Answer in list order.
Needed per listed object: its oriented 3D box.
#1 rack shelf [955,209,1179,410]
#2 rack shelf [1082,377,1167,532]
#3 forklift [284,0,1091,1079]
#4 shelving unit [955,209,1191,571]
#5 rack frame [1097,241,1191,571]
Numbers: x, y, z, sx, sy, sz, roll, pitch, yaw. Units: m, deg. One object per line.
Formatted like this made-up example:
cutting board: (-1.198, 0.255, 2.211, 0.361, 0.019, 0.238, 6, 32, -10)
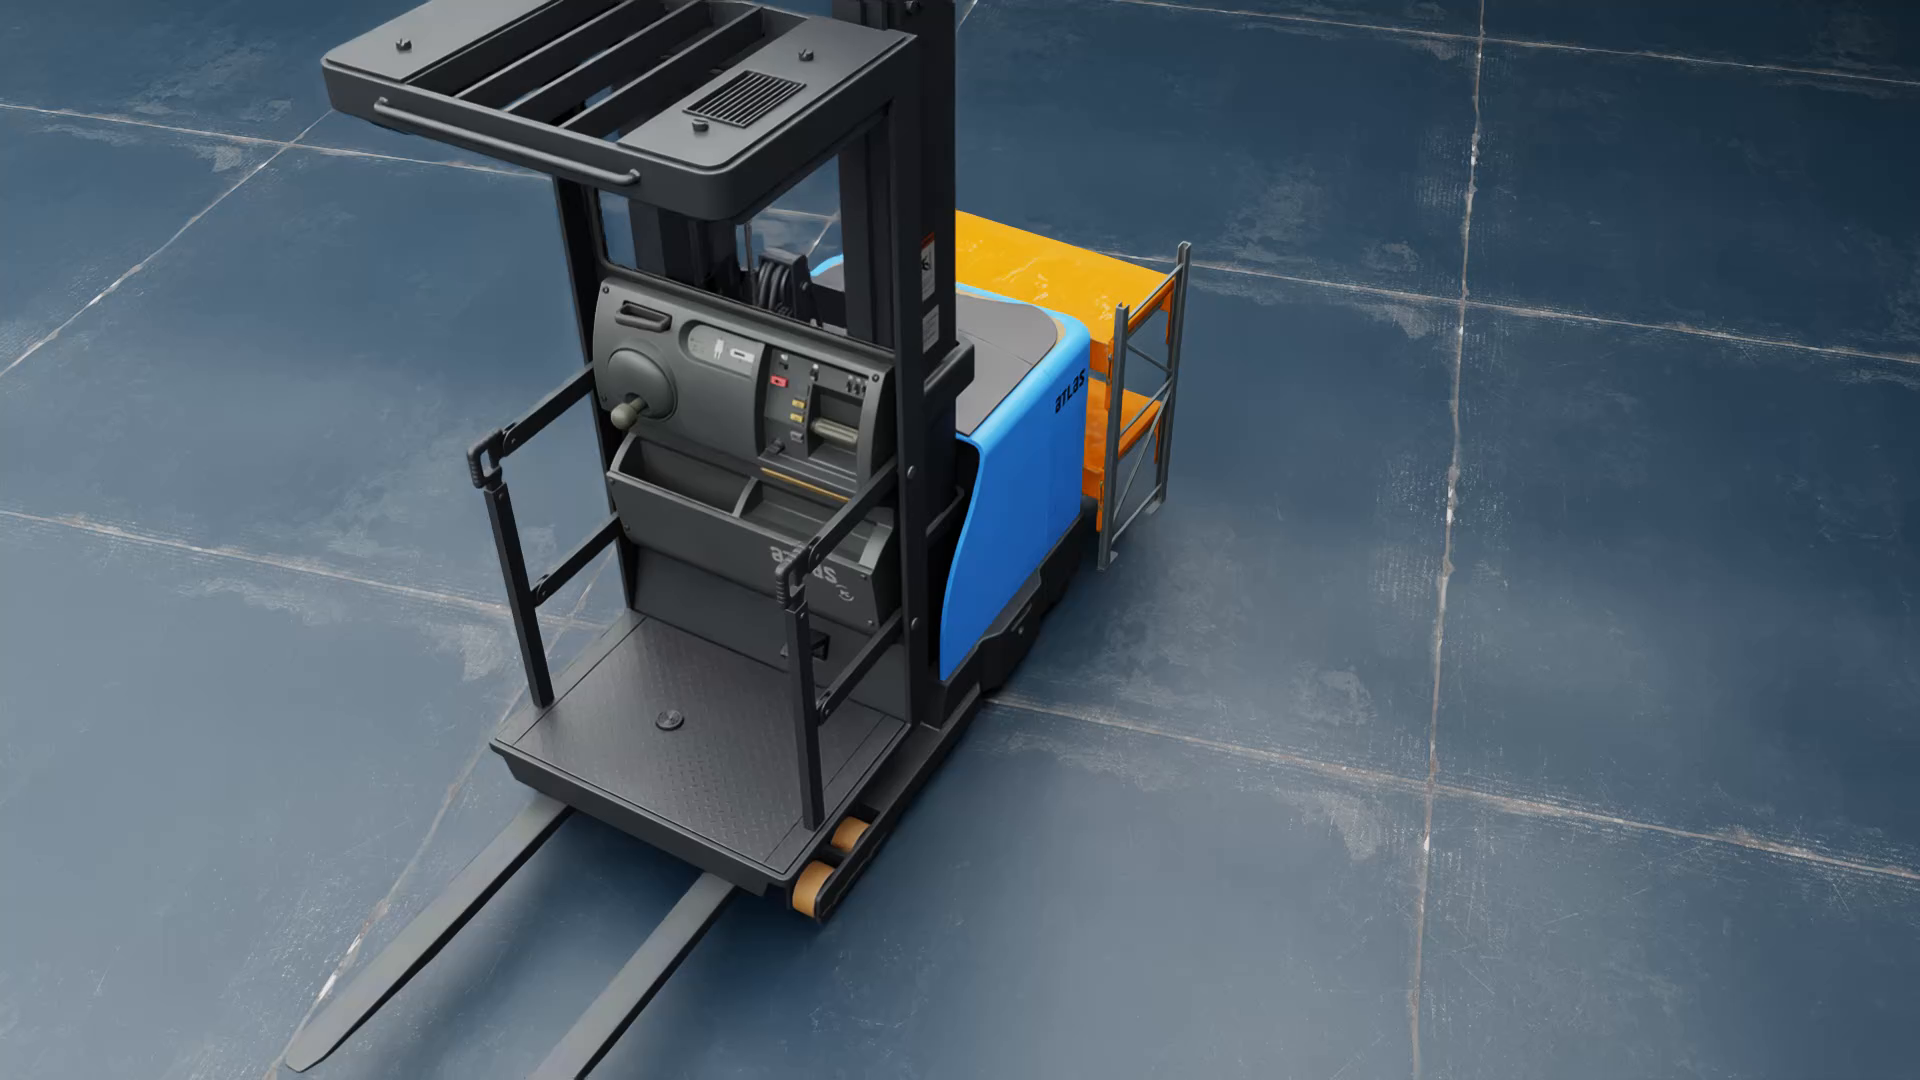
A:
rack shelf: (0.220, -0.856, 5.940, 1.000, 0.278, 0.538, 22, 45, 24)
rack shelf: (0.220, -0.445, 6.285, 1.000, 0.278, 0.538, 22, 45, 24)
forklift: (-0.716, -0.345, 4.381, 1.130, 2.935, 3.031, 20, 44, 22)
shelving unit: (0.220, -0.632, 6.128, 1.048, 1.125, 0.538, 22, 45, 24)
rack frame: (0.651, -0.458, 5.921, 0.032, 1.125, 0.500, 22, 45, 24)
